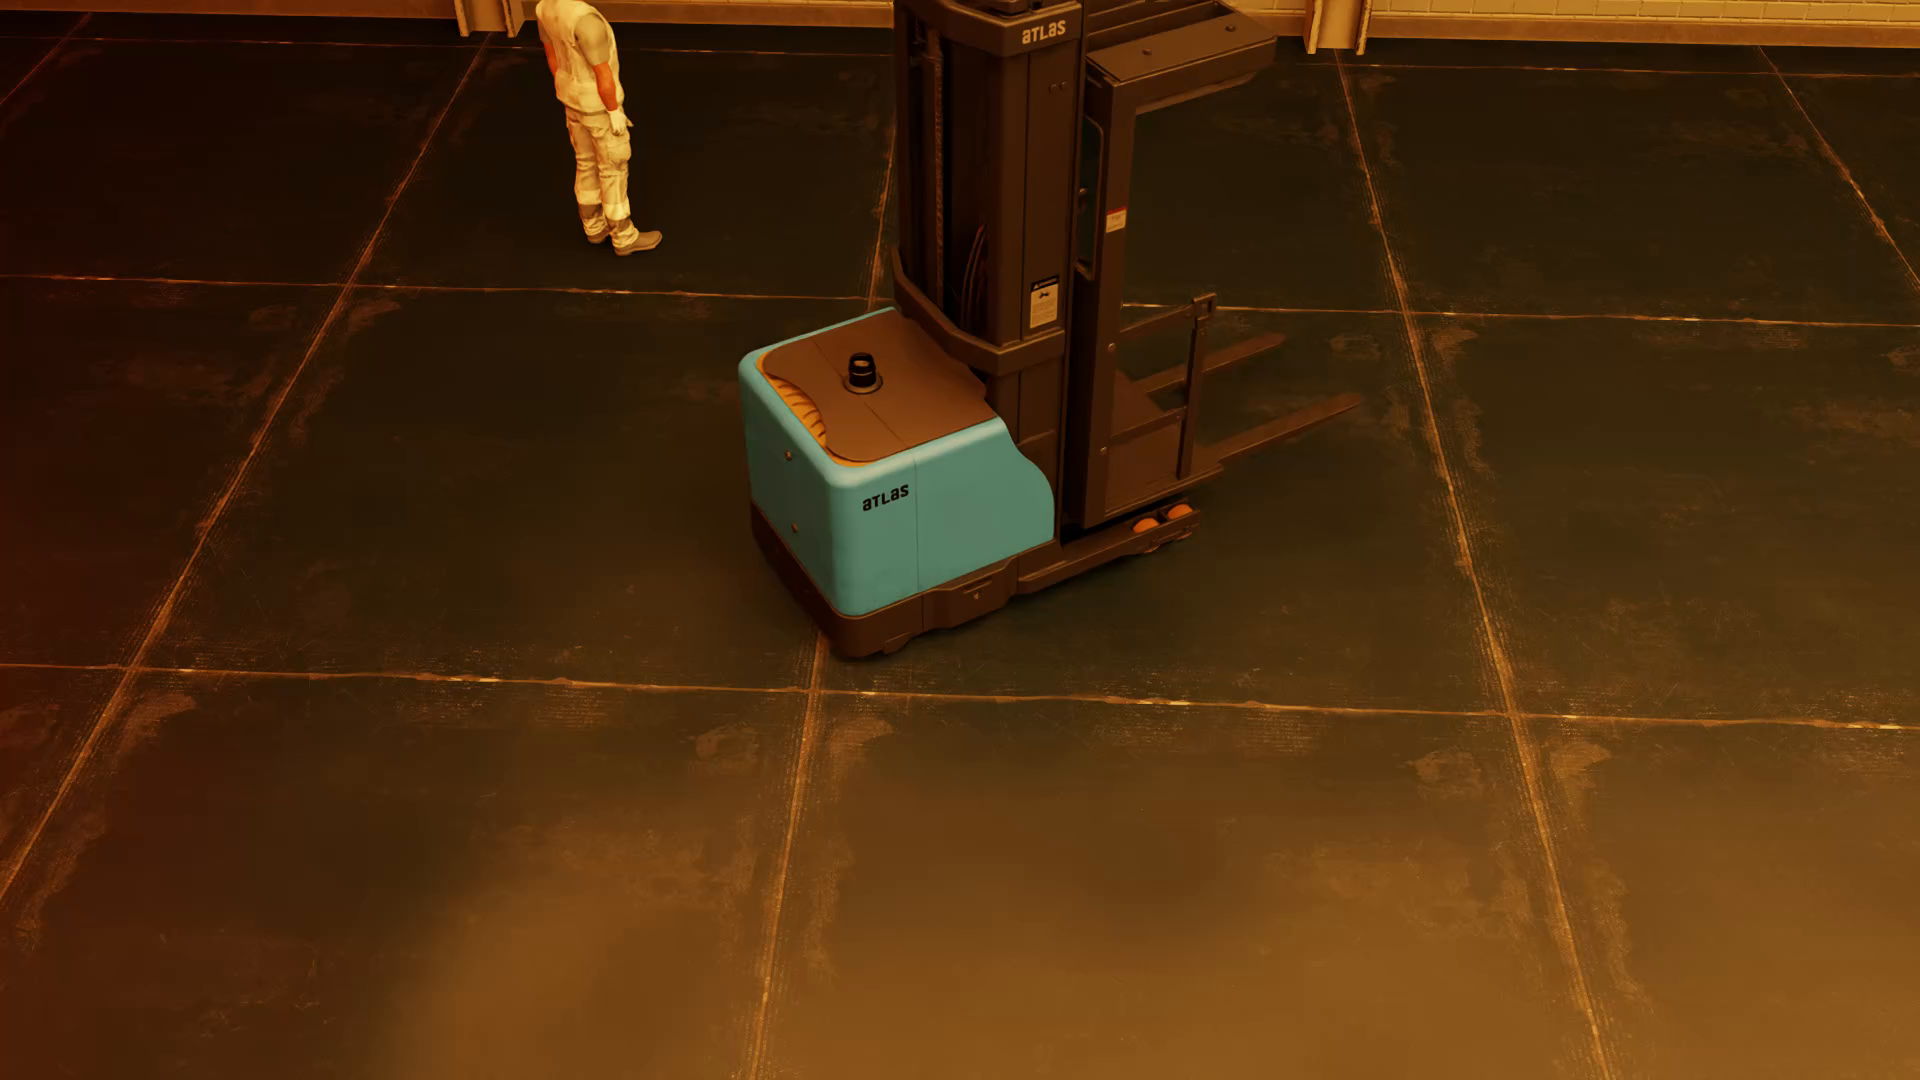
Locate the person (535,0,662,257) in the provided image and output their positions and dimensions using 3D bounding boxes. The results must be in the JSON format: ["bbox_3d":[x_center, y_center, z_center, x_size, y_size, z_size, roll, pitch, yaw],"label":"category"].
[{"bbox_3d":[-2.035,-2.446,9.268,0.532,1.796,0.358,32,51,30],"label":"person"}]

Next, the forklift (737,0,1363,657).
[{"bbox_3d":[0.554,-1.308,7.175,3.031,2.935,1.130,-21,47,-22],"label":"forklift"}]
